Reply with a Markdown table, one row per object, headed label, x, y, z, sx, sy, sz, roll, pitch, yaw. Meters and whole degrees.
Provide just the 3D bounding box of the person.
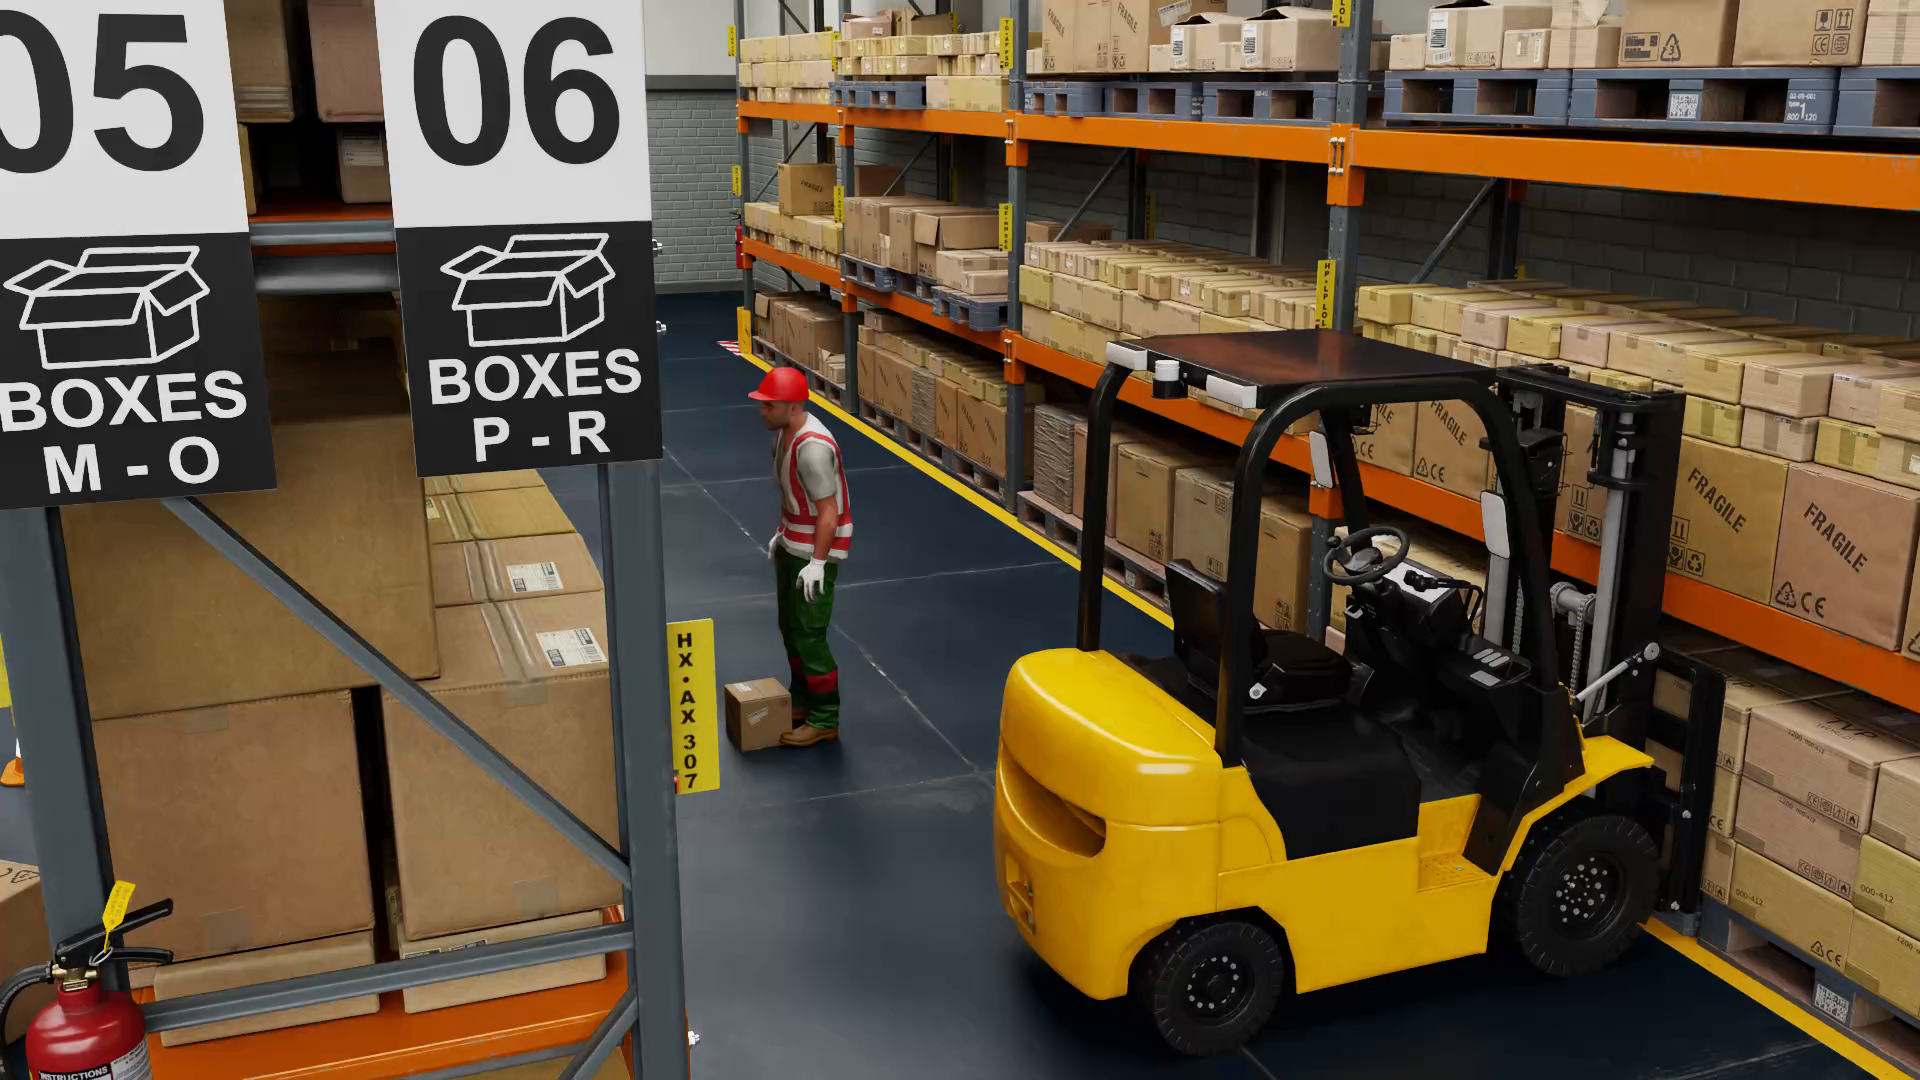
| label | x | y | z | sx | sy | sz | roll | pitch | yaw |
| --- | --- | --- | --- | --- | --- | --- | --- | --- | --- |
| person | -0.746 | 0.069 | 7.746 | 0.456 | 1.778 | 0.617 | -6 | 17 | -21 |
